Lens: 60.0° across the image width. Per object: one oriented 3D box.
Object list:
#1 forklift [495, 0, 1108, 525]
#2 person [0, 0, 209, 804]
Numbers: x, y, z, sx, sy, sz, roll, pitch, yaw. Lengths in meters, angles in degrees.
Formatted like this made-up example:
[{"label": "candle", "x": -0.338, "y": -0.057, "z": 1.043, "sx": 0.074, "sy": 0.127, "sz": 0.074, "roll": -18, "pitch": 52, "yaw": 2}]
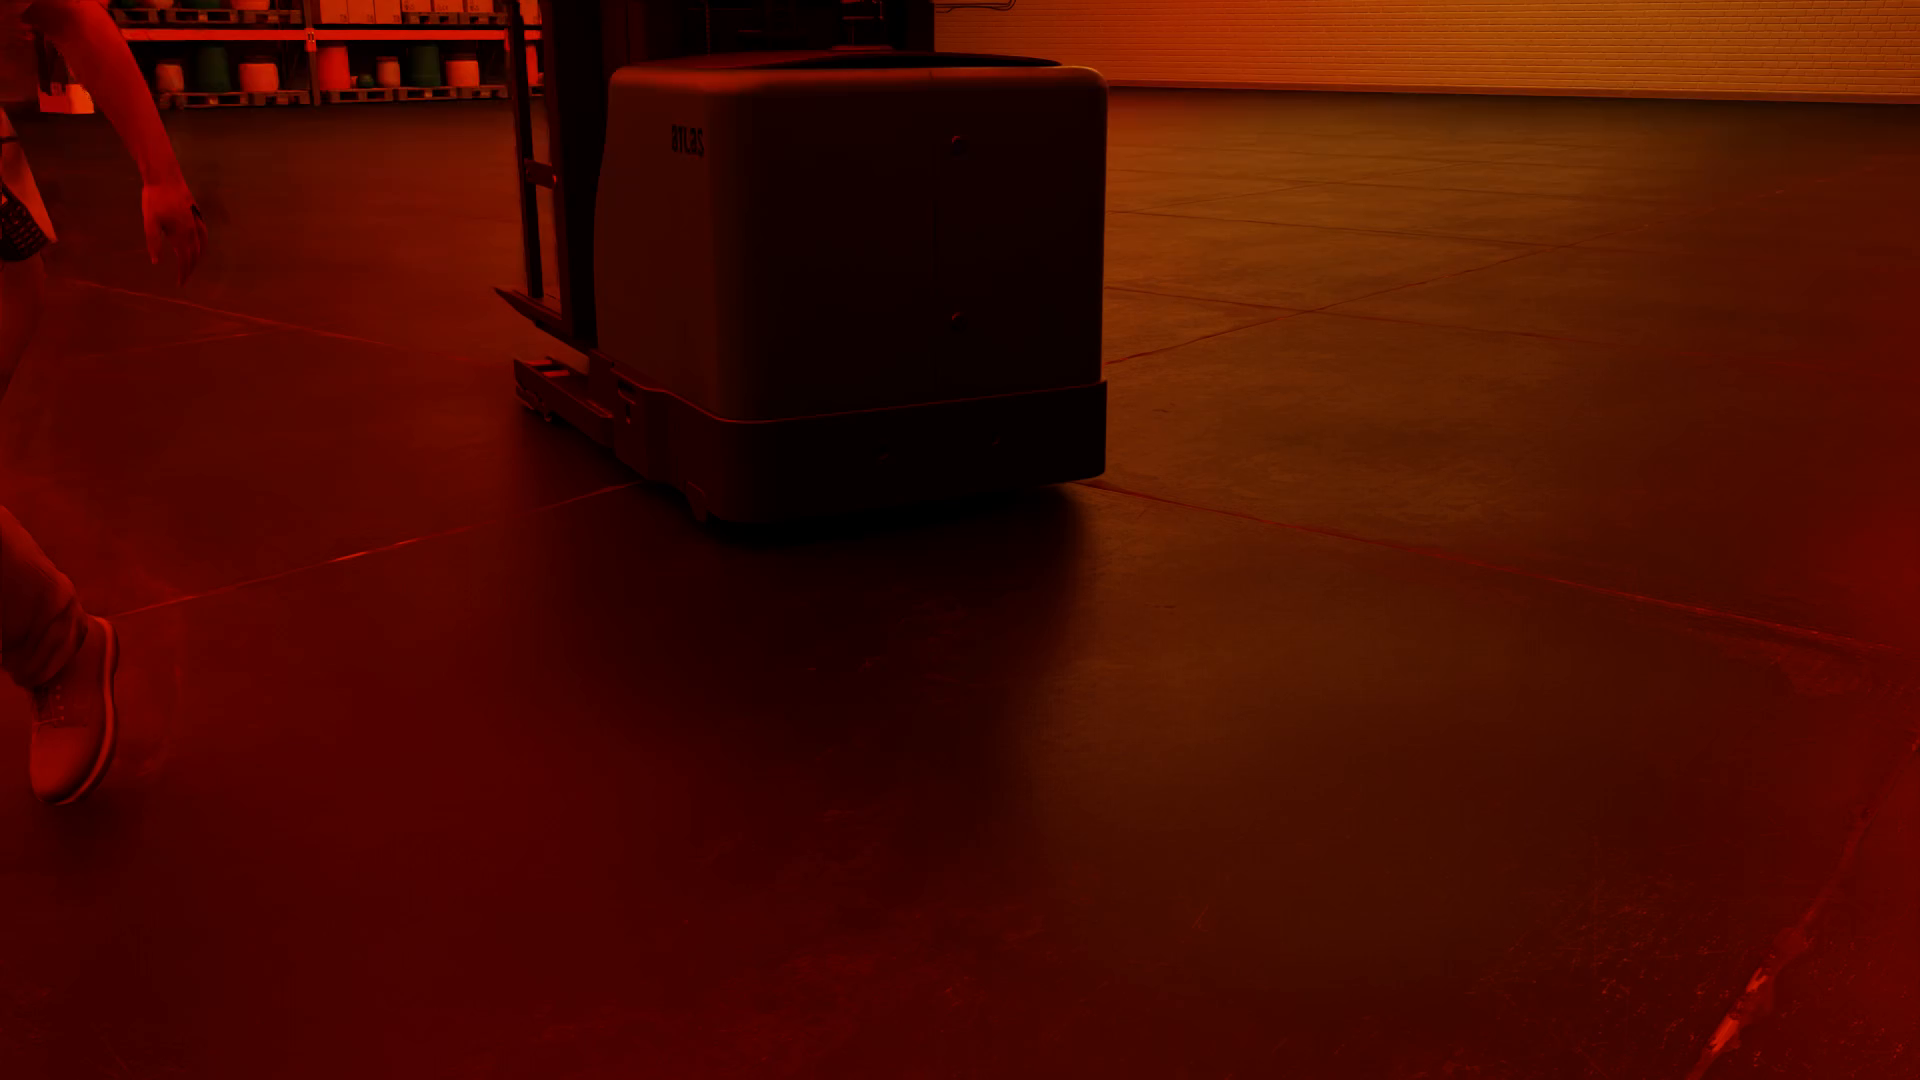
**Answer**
[{"label": "forklift", "x": -0.766, "y": -1.818, "z": 4.885, "sx": 1.130, "sy": 2.935, "sz": 3.031, "roll": -9, "pitch": 19, "yaw": -27}, {"label": "person", "x": -1.642, "y": -0.407, "z": 2.463, "sx": 0.774, "sy": 1.672, "sz": 0.673, "roll": 2, "pitch": 17, "yaw": 7}]
